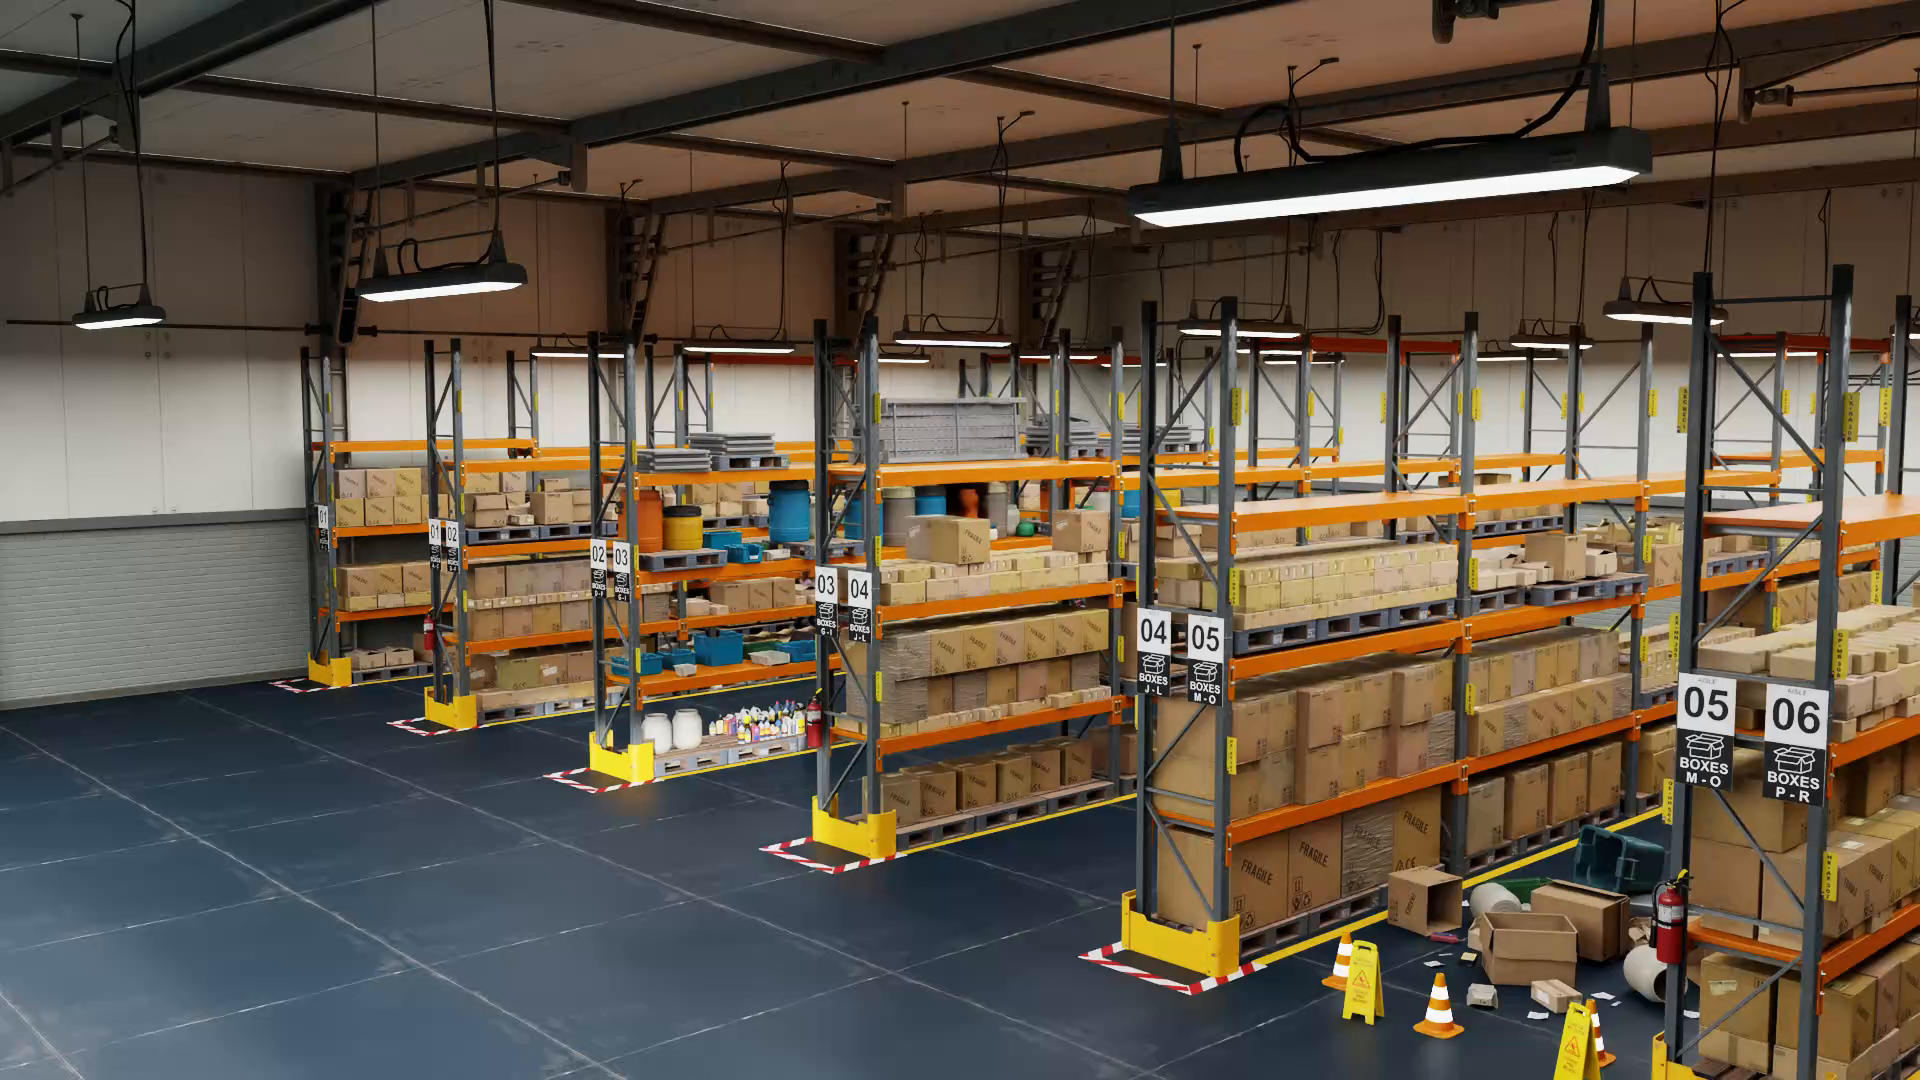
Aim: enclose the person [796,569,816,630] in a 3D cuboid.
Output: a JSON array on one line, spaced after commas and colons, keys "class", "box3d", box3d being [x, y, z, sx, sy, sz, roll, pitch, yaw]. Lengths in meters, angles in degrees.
[{"class": "person", "box3d": [-3.117, 1.365, 33.848, 0.520, 1.611, 0.856, 4, 6, 38]}]
